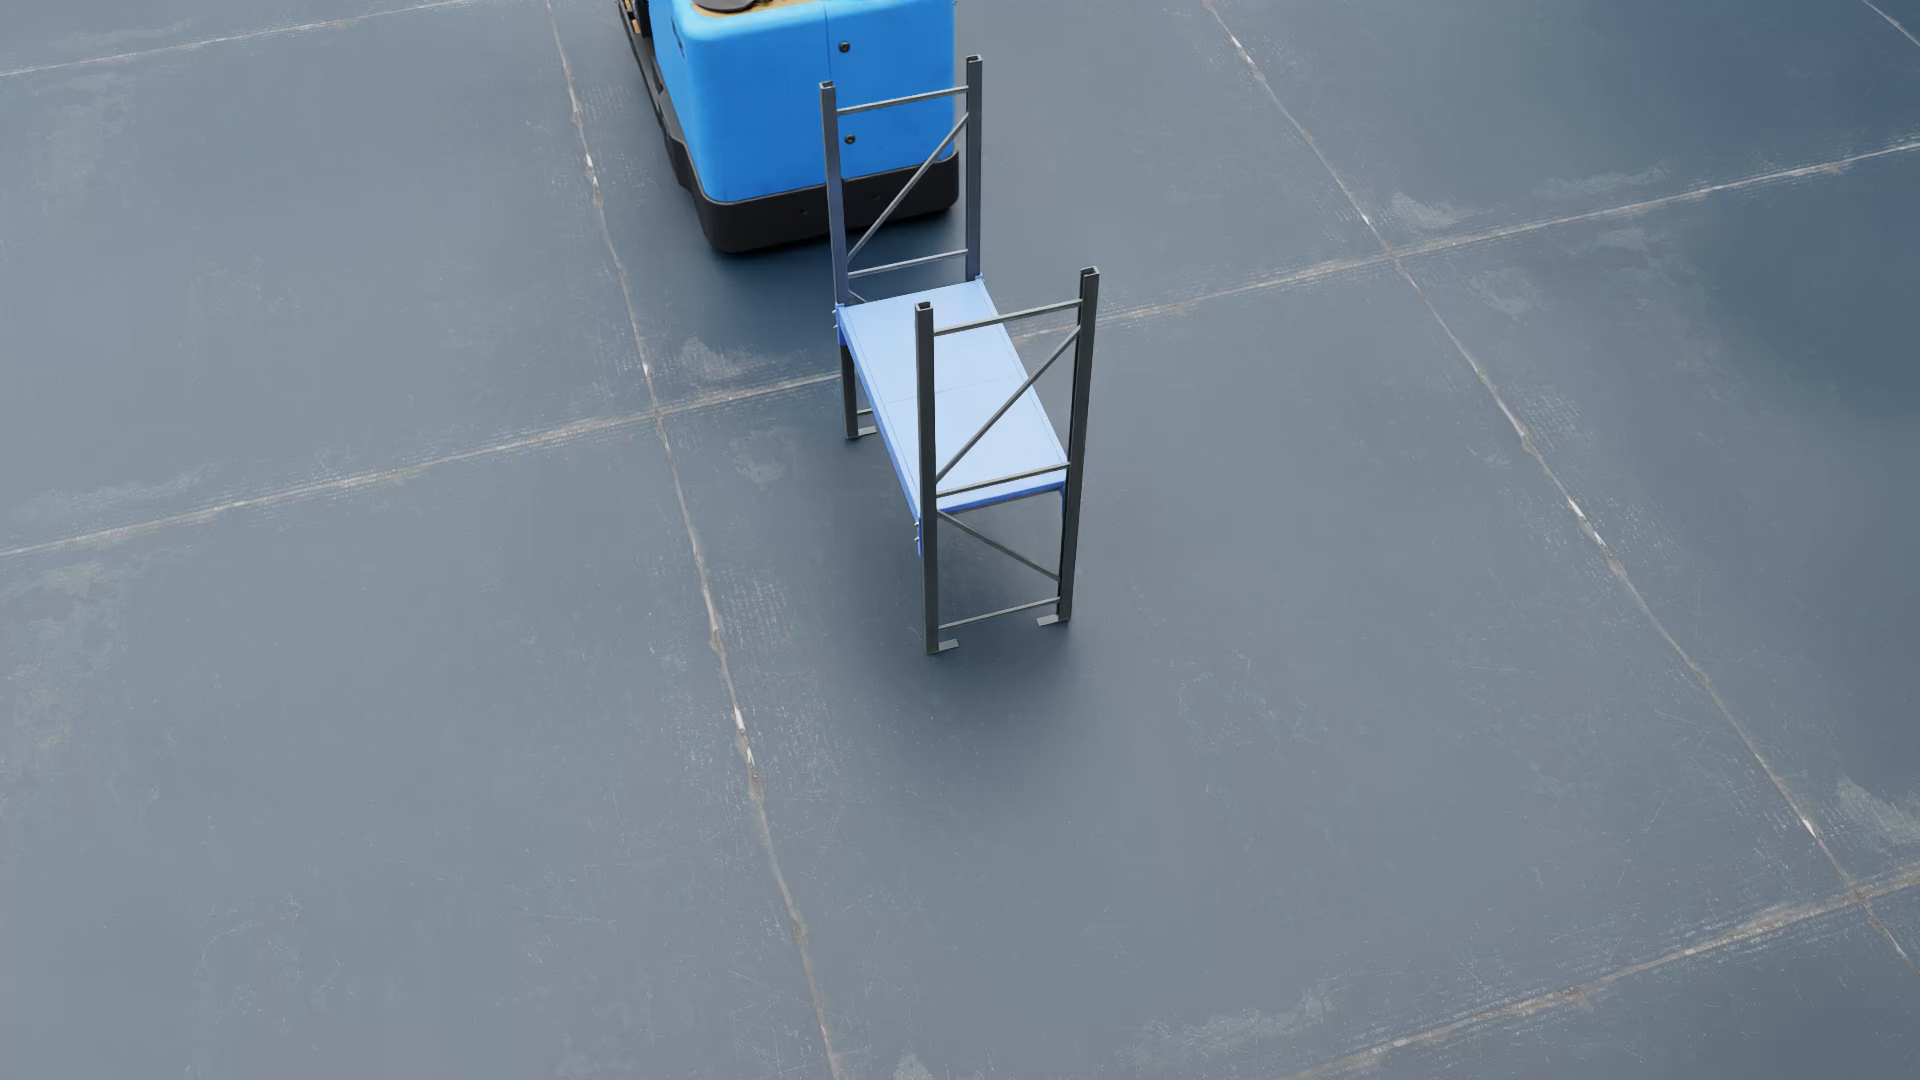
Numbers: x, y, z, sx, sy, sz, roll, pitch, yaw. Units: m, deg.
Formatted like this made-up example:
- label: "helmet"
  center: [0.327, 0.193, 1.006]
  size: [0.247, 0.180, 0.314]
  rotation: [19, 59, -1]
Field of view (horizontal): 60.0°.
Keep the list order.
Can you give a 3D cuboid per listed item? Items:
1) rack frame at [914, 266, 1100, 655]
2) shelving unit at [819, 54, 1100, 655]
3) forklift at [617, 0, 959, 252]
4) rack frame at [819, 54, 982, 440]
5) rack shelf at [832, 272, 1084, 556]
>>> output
- label: "rack frame"
  center: [0.125, -0.174, 4.916]
  size: [0.500, 1.500, 0.032]
  rotation: [-13, 51, -11]
- label: "shelving unit"
  center: [-0.025, -0.546, 5.229]
  size: [0.538, 1.500, 1.048]
  rotation: [-13, 51, -11]
- label: "forklift"
  center: [-0.946, -3.246, 6.570]
  size: [1.130, 2.935, 3.031]
  rotation: [-14, 51, -12]
- label: "rack frame"
  center: [-0.176, -0.917, 5.542]
  size: [0.500, 1.500, 0.032]
  rotation: [-13, 51, -11]
- label: "rack shelf"
  center: [-0.025, -0.430, 5.367]
  size: [0.538, 0.185, 1.000]
  rotation: [-13, 51, -11]
